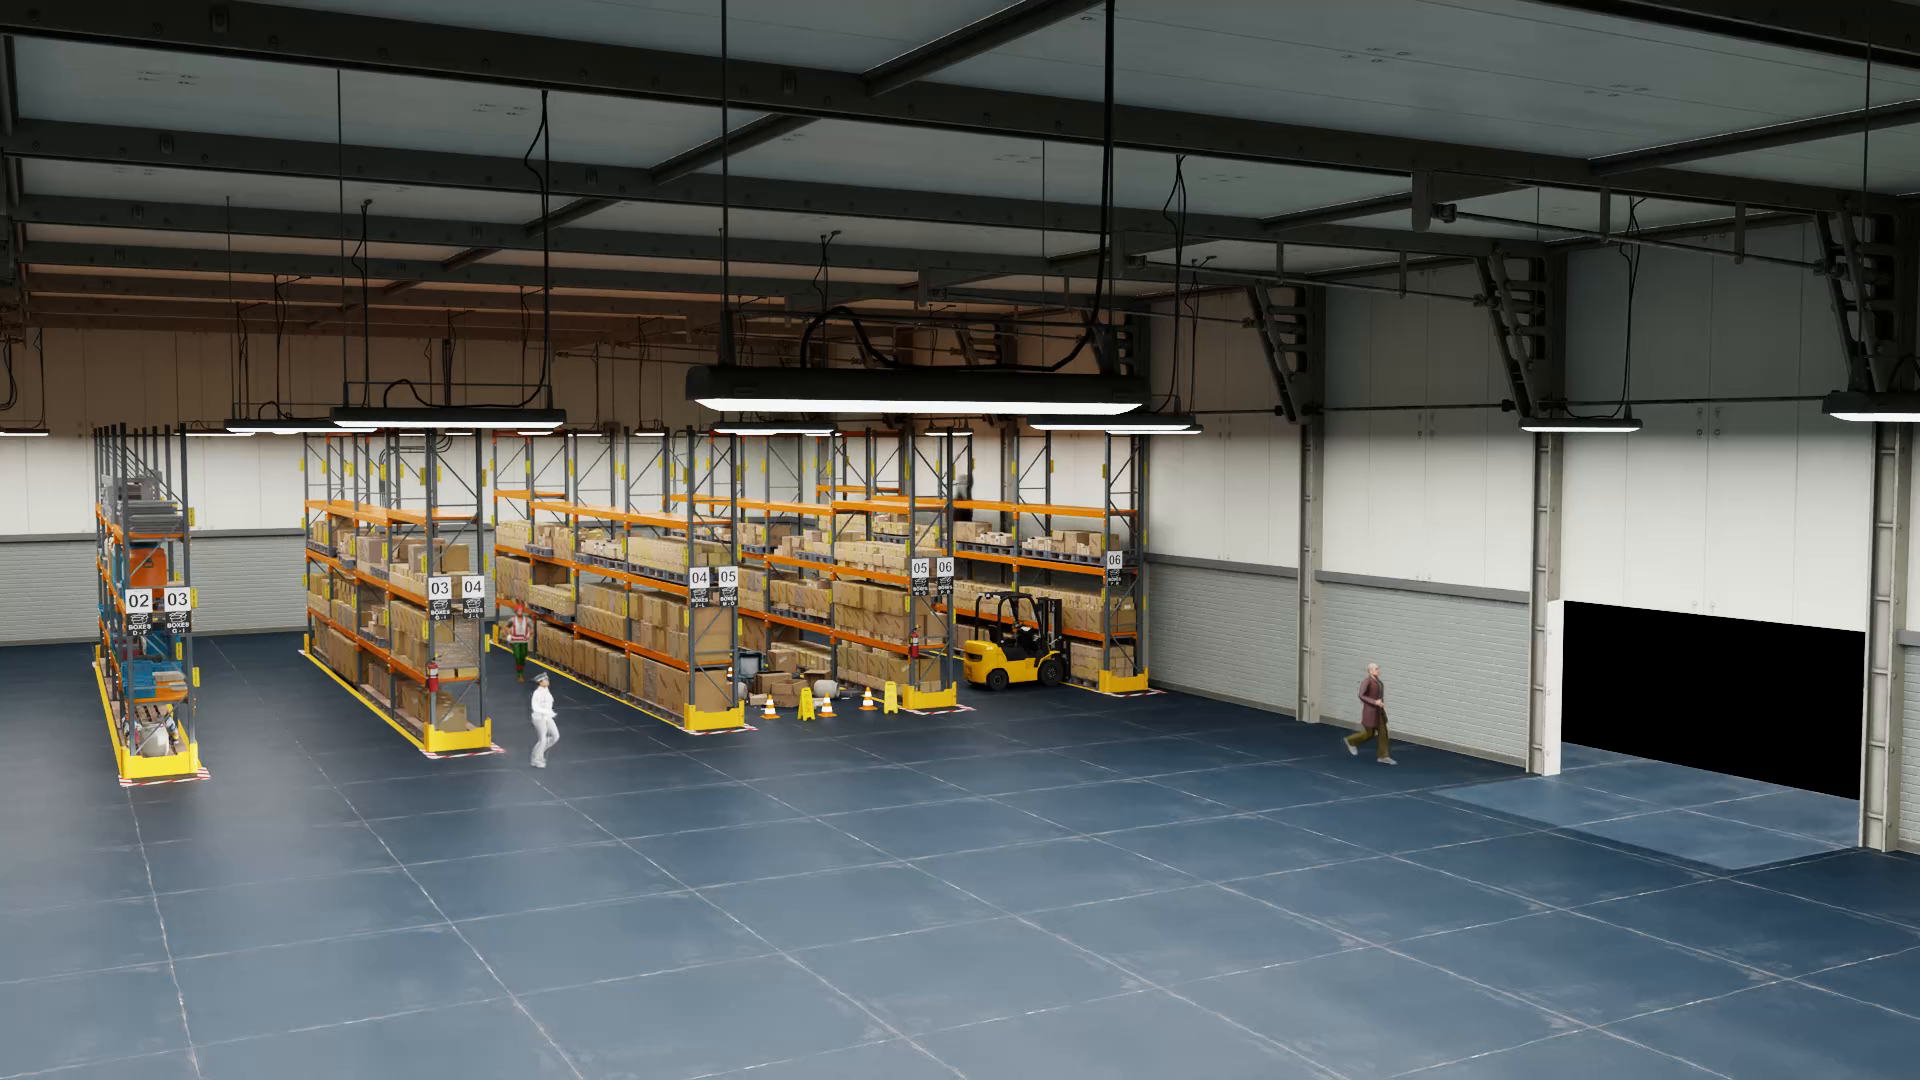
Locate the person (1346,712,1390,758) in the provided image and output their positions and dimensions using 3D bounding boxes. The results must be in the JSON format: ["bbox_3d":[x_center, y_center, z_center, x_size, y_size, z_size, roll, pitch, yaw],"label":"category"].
[{"bbox_3d":[7.254,3.367,29.481,0.375,0.990,0.806,-3,5,-45],"label":"person"}]

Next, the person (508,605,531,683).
[{"bbox_3d":[-10.414,2.429,39.260,0.498,1.789,0.916,-2,4,-24],"label":"person"}]

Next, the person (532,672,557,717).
[{"bbox_3d":[-7.241,2.753,28.984,0.523,0.907,0.572,1,4,12],"label":"person"}]
